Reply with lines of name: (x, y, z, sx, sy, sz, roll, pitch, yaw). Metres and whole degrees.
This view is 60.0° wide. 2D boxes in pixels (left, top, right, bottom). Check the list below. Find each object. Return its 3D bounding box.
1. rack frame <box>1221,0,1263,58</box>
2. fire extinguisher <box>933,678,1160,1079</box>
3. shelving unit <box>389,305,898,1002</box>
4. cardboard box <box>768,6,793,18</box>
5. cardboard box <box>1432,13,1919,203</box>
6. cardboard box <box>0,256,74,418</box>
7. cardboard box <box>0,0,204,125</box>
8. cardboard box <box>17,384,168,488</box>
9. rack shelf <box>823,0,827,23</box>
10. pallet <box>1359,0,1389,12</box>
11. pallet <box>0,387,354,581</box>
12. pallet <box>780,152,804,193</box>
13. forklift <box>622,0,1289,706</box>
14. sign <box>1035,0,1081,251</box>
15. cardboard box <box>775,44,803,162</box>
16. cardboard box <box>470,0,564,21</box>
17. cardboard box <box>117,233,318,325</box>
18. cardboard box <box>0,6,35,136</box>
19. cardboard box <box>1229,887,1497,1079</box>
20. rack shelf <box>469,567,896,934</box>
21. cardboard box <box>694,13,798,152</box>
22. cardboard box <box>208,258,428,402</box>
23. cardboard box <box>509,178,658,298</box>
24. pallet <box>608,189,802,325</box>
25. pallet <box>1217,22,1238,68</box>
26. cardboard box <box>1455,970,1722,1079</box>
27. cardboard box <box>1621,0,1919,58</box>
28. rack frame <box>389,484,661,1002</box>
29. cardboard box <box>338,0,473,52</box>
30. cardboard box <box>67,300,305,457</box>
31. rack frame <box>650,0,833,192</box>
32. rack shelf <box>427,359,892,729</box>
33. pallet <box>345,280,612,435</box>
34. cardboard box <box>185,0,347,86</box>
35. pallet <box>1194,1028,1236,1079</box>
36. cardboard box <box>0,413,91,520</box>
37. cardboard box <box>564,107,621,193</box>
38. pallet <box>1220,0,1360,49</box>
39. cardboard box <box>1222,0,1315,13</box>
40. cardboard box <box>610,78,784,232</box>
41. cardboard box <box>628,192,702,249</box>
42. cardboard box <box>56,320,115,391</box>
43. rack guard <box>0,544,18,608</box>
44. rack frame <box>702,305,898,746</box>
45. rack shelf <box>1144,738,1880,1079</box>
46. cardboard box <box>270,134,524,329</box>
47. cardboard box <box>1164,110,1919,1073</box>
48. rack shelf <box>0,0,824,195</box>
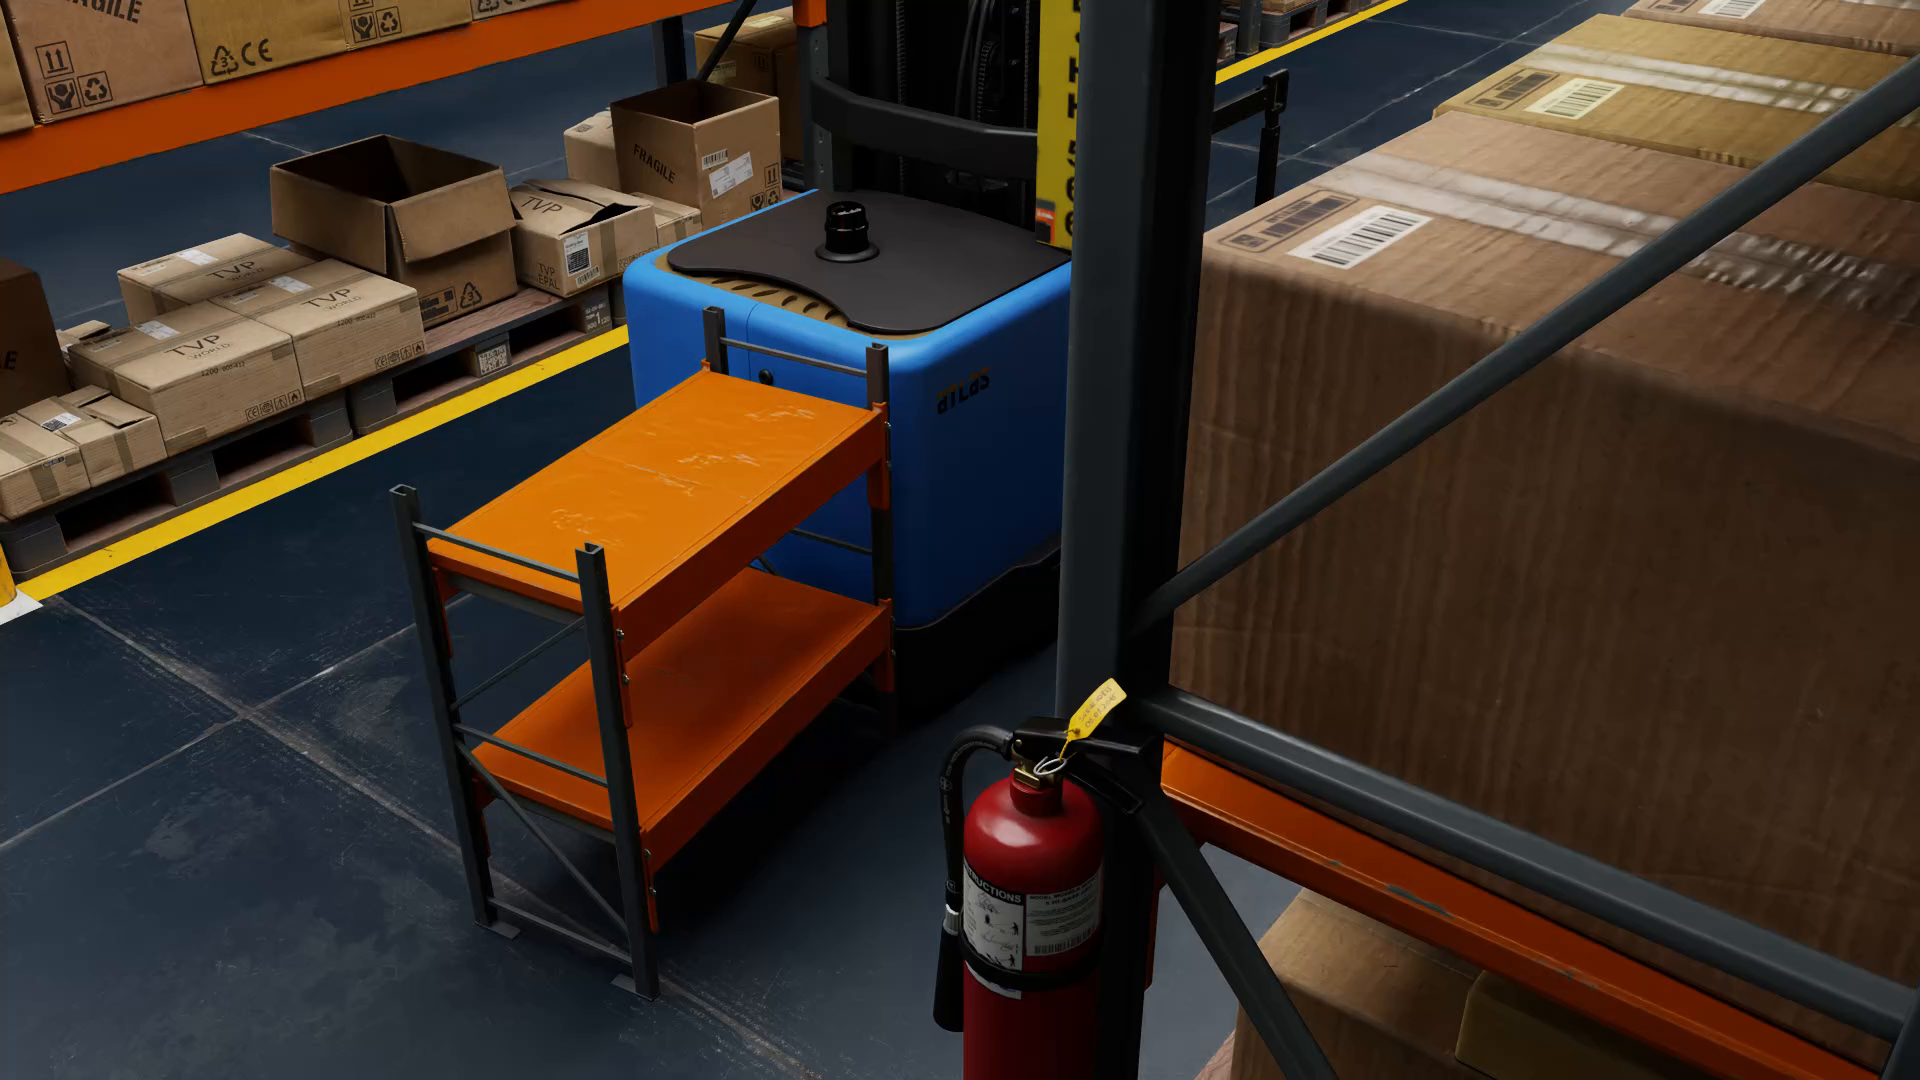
rack frame: (1.424, -4.453, 9.821, 1.000, 3.000, 0.127, 21, 37, 31)
fire extinguisher: (0.088, 0.435, 2.015, 0.296, 0.674, 0.183, 21, 37, 31)
shelving unit: (-0.632, 0.214, 3.785, 0.538, 1.125, 1.048, 15, 34, 24)
cardboard box: (-0.616, -2.428, 8.425, 0.500, 0.500, 0.500, 21, 37, 31)
cardboard box: (1.277, -0.316, 2.548, 0.980, 0.700, 0.700, 21, 36, 31)
cardboard box: (-3.273, -0.612, 5.360, 0.500, 0.500, 0.500, 21, 37, 31)
cardboard box: (-2.619, -1.554, 4.833, 0.500, 0.500, 0.500, 21, 36, 31)
cardboard box: (-2.727, -0.337, 5.225, 0.380, 0.166, 0.250, 21, 37, 31)
rack shelf: (0.217, -3.330, 8.633, 1.077, 0.370, 4.000, 21, 37, 31)
pallet: (2.689, -4.069, 11.909, 1.003, 0.211, 1.213, 21, 37, 31)
pallet: (-2.878, -0.356, 5.645, 1.003, 0.211, 1.213, 21, 37, 31)
pallet: (-0.529, -1.969, 8.366, 1.003, 0.211, 1.213, 21, 37, 31)
forklift: (0.382, -1.516, 4.934, 1.130, 2.935, 3.031, 21, 37, 31)
sign: (0.123, -0.451, 1.700, 0.100, 0.325, 0.005, 21, 37, 31)
cardboard box: (-0.504, -2.062, 7.808, 0.500, 0.500, 0.500, 19, 36, 29)
cardboard box: (-1.706, -2.168, 5.868, 0.500, 0.500, 0.500, 22, 37, 32)
cardboard box: (-2.675, -0.881, 6.060, 0.500, 0.250, 0.500, 21, 37, 31)
cardboard box: (-2.927, -1.343, 4.476, 0.500, 0.500, 0.500, 22, 37, 32)
cardboard box: (0.890, 0.902, 2.827, 0.700, 0.500, 0.500, 21, 37, 31)
rack shelf: (-0.632, 0.425, 3.910, 0.538, 0.278, 1.000, 15, 34, 24)
cardboard box: (-0.921, -2.229, 8.090, 0.500, 0.500, 0.500, 21, 37, 31)
cardboard box: (-2.247, -0.747, 5.835, 0.500, 0.250, 0.500, 21, 37, 31)
cardboard box: (-1.561, -1.236, 6.598, 0.500, 0.311, 0.500, 21, 37, 31)
pallet: (-1.405, -1.348, 7.318, 1.003, 0.211, 1.213, 21, 37, 31)
pallet: (0.944, -2.961, 10.040, 1.003, 0.211, 1.213, 21, 37, 31)
cardboard box: (0.974, 0.735, 2.472, 0.380, 0.149, 0.250, 21, 37, 32)
cardboard box: (1.745, -0.624, 3.066, 0.980, 0.700, 0.700, 19, 36, 29)
rack frame: (-0.874, 0.442, 3.400, 0.500, 1.125, 0.032, 15, 34, 24)
cardboard box: (-2.011, -1.960, 5.517, 0.500, 0.500, 0.500, 22, 37, 32)
cardboard box: (-2.548, -0.544, 5.492, 0.500, 0.250, 0.500, 21, 37, 31)
rack frame: (-0.990, -2.827, 7.078, 1.000, 3.000, 0.127, 21, 37, 31)
rack shelf: (-0.632, -0.037, 3.636, 0.538, 0.278, 1.000, 15, 34, 24)
pallet: (-2.141, -0.850, 6.478, 1.003, 0.211, 1.213, 21, 37, 31)
cardboard box: (-2.314, -1.758, 5.175, 0.500, 0.500, 0.500, 21, 37, 31)
pallet: (0.967, 1.173, 3.064, 1.003, 0.211, 1.213, 21, 37, 31)
cardboard box: (-2.878, -0.228, 5.058, 0.380, 0.149, 0.250, 21, 37, 31)
cardboard box: (-1.416, -1.755, 7.475, 0.500, 0.311, 0.500, 21, 37, 31)
pallet: (1.952, -3.576, 11.076, 1.003, 0.211, 1.213, 21, 37, 31)
cardboard box: (1.975, -3.573, 10.622, 0.500, 0.250, 0.500, 21, 37, 31)
cardboard box: (-1.108, -1.622, 7.065, 0.500, 0.500, 0.500, 21, 37, 31)
cardboard box: (-1.286, -1.300, 6.866, 0.380, 0.149, 0.250, 21, 37, 31)
cardboard box: (-2.957, -0.605, 5.676, 0.380, 0.166, 0.250, 21, 37, 31)
rack guard: (-3.359, -0.156, 5.024, 1.175, 0.500, 0.348, 21, 37, 31)
rack frame: (-0.390, -0.013, 4.169, 0.500, 1.125, 0.032, 15, 34, 24)
rack shelf: (1.754, -0.181, 3.319, 1.077, 0.370, 4.000, 21, 37, 31)
cardboard box: (-2.120, -1.177, 6.311, 0.797, 0.503, 0.637, 21, 37, 31)
cardboard box: (0.847, -0.017, 2.043, 0.980, 0.700, 0.700, 23, 38, 33)
rack shelf: (-2.197, -1.704, 5.889, 1.077, 0.370, 4.000, 21, 37, 31)
